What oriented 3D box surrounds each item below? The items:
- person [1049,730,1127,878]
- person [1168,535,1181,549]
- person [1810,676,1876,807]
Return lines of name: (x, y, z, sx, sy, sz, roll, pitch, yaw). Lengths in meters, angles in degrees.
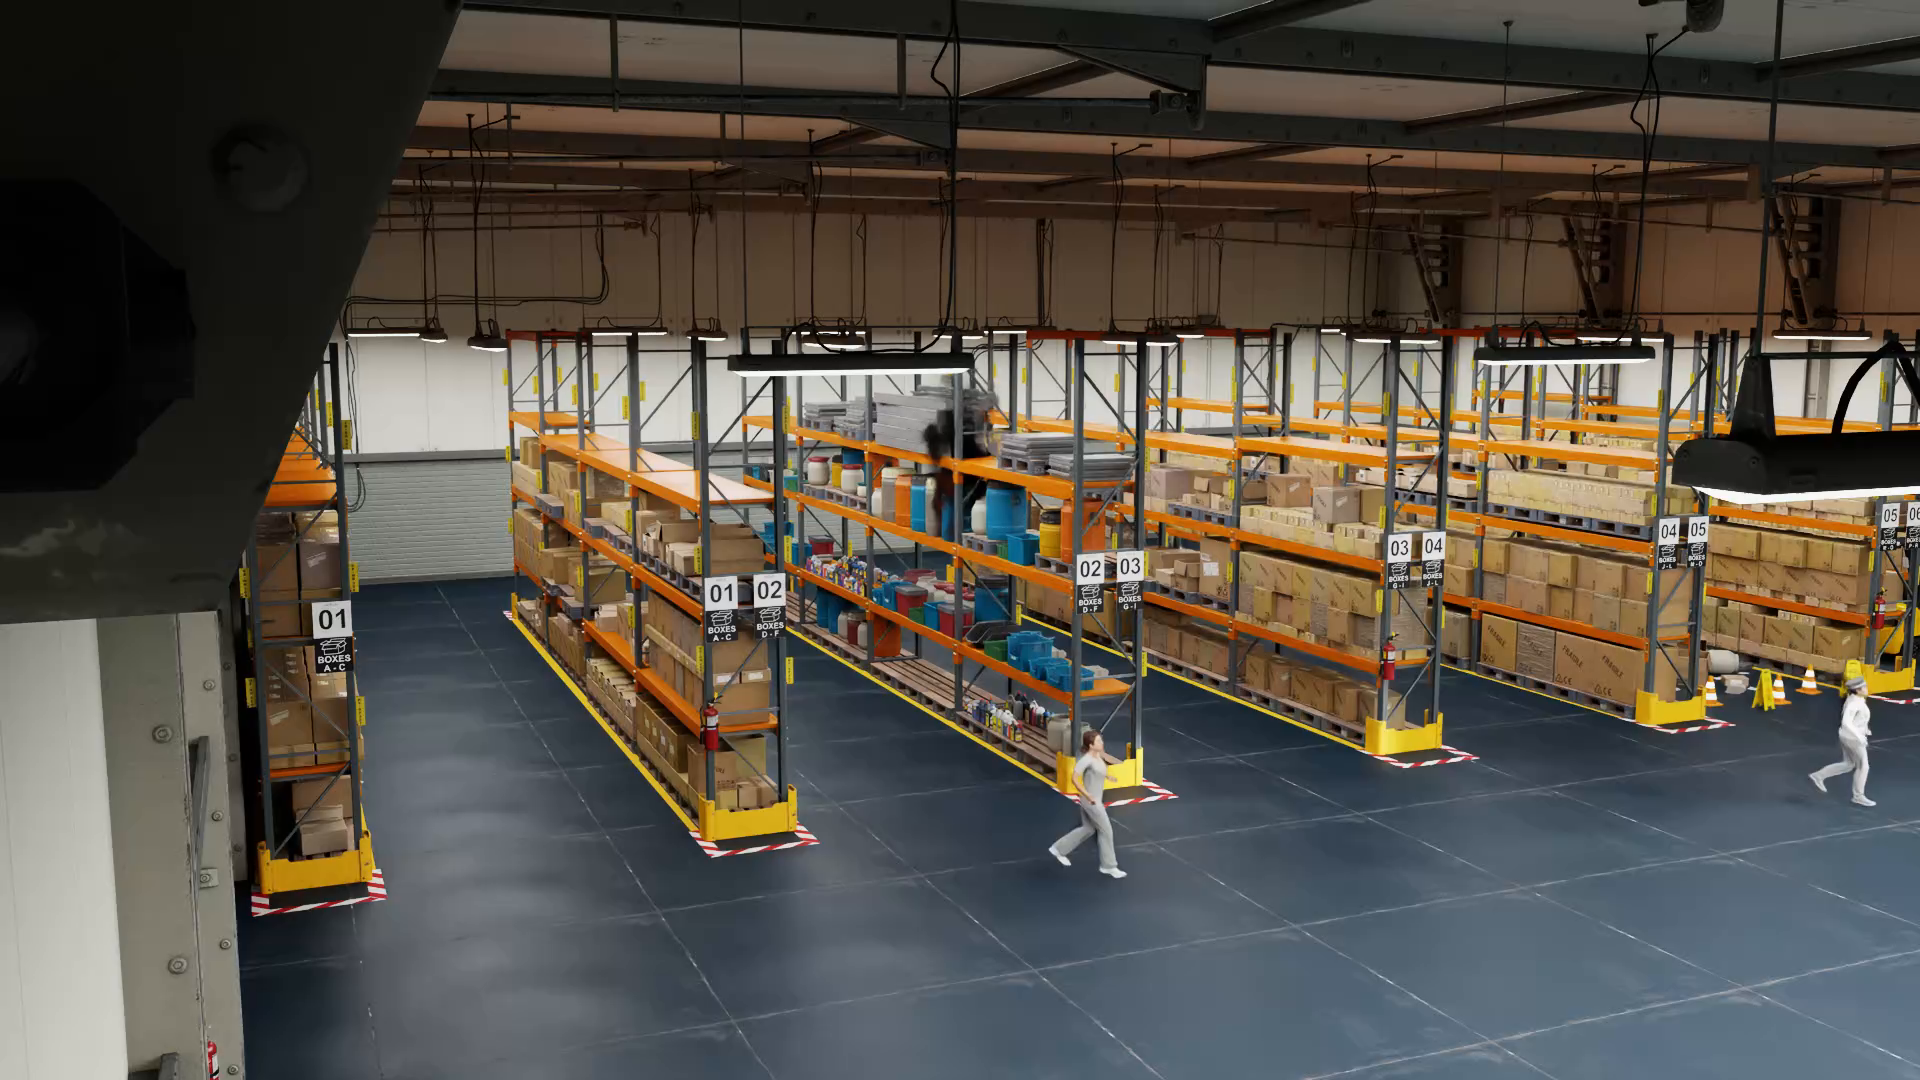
person: (1.451, 2.963, 18.783, 0.891, 1.681, 0.558, 1, 8, 10)
person: (5.299, -0.281, 42.061, 0.916, 1.815, 0.629, -3, 8, -19)
person: (11.472, 2.574, 21.521, 0.787, 1.699, 0.611, 3, 8, 21)
